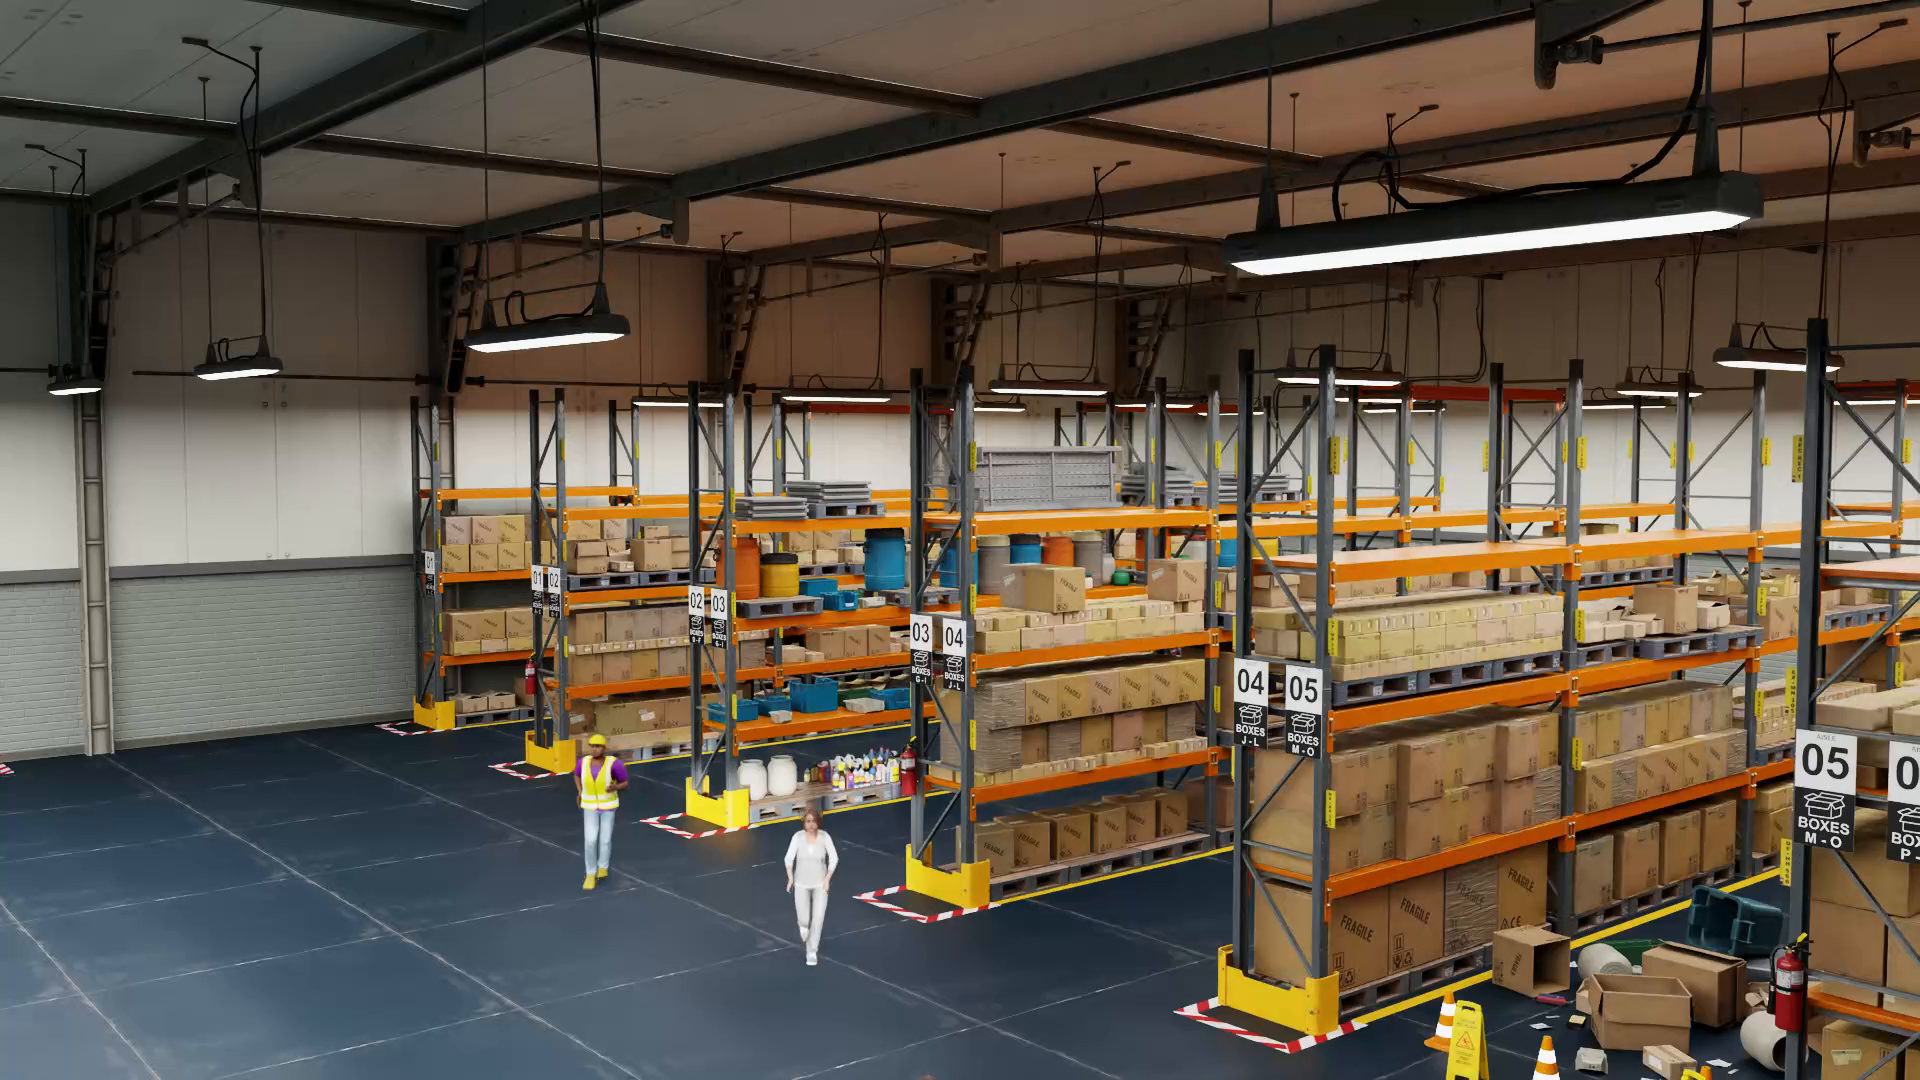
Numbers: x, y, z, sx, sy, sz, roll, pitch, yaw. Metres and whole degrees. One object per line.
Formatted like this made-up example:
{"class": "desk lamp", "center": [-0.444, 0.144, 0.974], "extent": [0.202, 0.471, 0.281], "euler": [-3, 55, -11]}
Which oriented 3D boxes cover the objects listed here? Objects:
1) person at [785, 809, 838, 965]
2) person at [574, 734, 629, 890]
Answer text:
{"class": "person", "center": [-1.476, 3.422, 16.546], "extent": [0.527, 1.551, 0.574], "euler": [0, 3, -5]}
{"class": "person", "center": [-4.181, 3.160, 19.360], "extent": [0.661, 1.823, 0.747], "euler": [0, 3, -6]}
